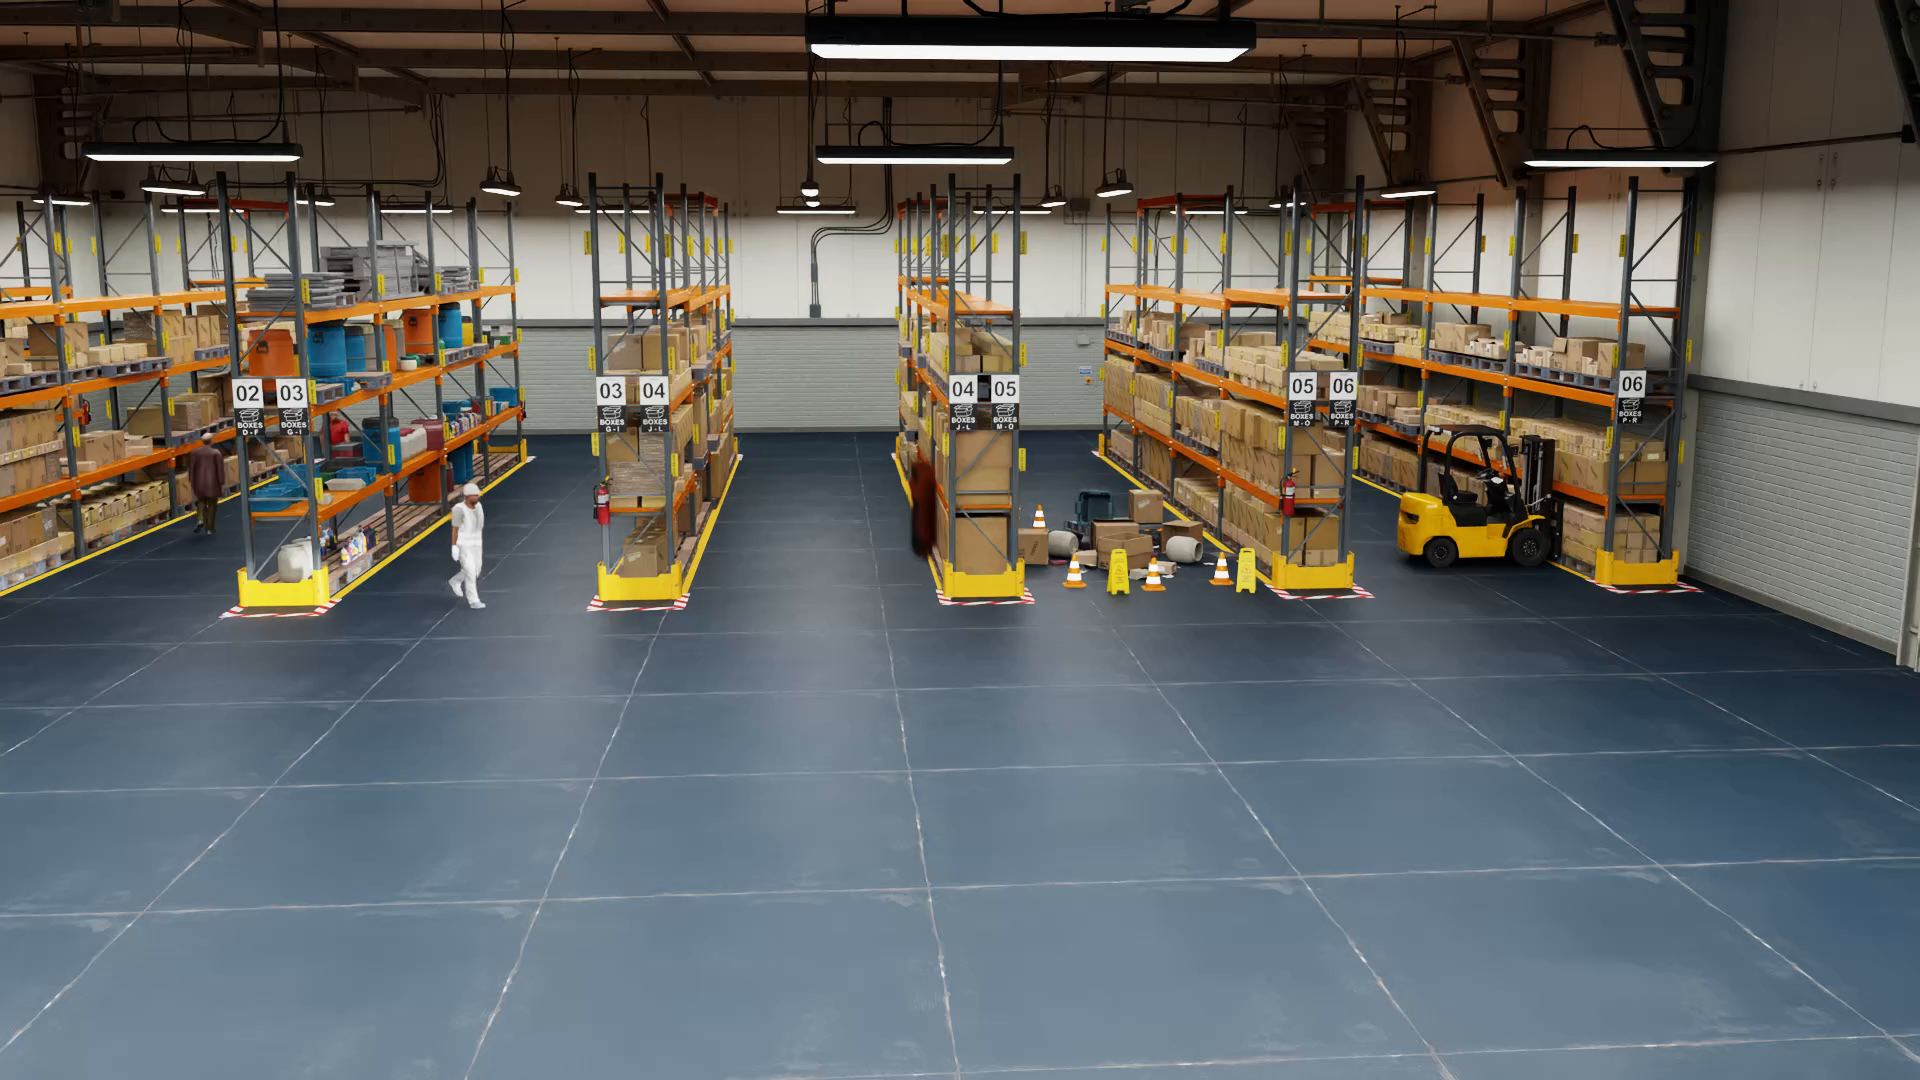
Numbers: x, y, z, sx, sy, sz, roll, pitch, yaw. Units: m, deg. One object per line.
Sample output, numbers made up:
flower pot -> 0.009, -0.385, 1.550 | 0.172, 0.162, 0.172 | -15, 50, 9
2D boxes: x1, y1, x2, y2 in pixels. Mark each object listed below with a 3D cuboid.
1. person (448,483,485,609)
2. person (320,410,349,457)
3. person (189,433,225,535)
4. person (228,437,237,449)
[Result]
person -> -6.948, 0.057, 23.324 | 0.915, 1.752, 0.560 | 7, 12, 33
person -> -12.932, -1.878, 34.413 | 0.604, 1.690, 1.015 | -1, 10, -5
person -> -13.170, -0.980, 29.077 | 0.620, 1.778, 0.535 | 0, 10, -1
person -> -18.065, -3.023, 41.057 | 0.673, 1.656, 0.716 | 1, 10, 6
